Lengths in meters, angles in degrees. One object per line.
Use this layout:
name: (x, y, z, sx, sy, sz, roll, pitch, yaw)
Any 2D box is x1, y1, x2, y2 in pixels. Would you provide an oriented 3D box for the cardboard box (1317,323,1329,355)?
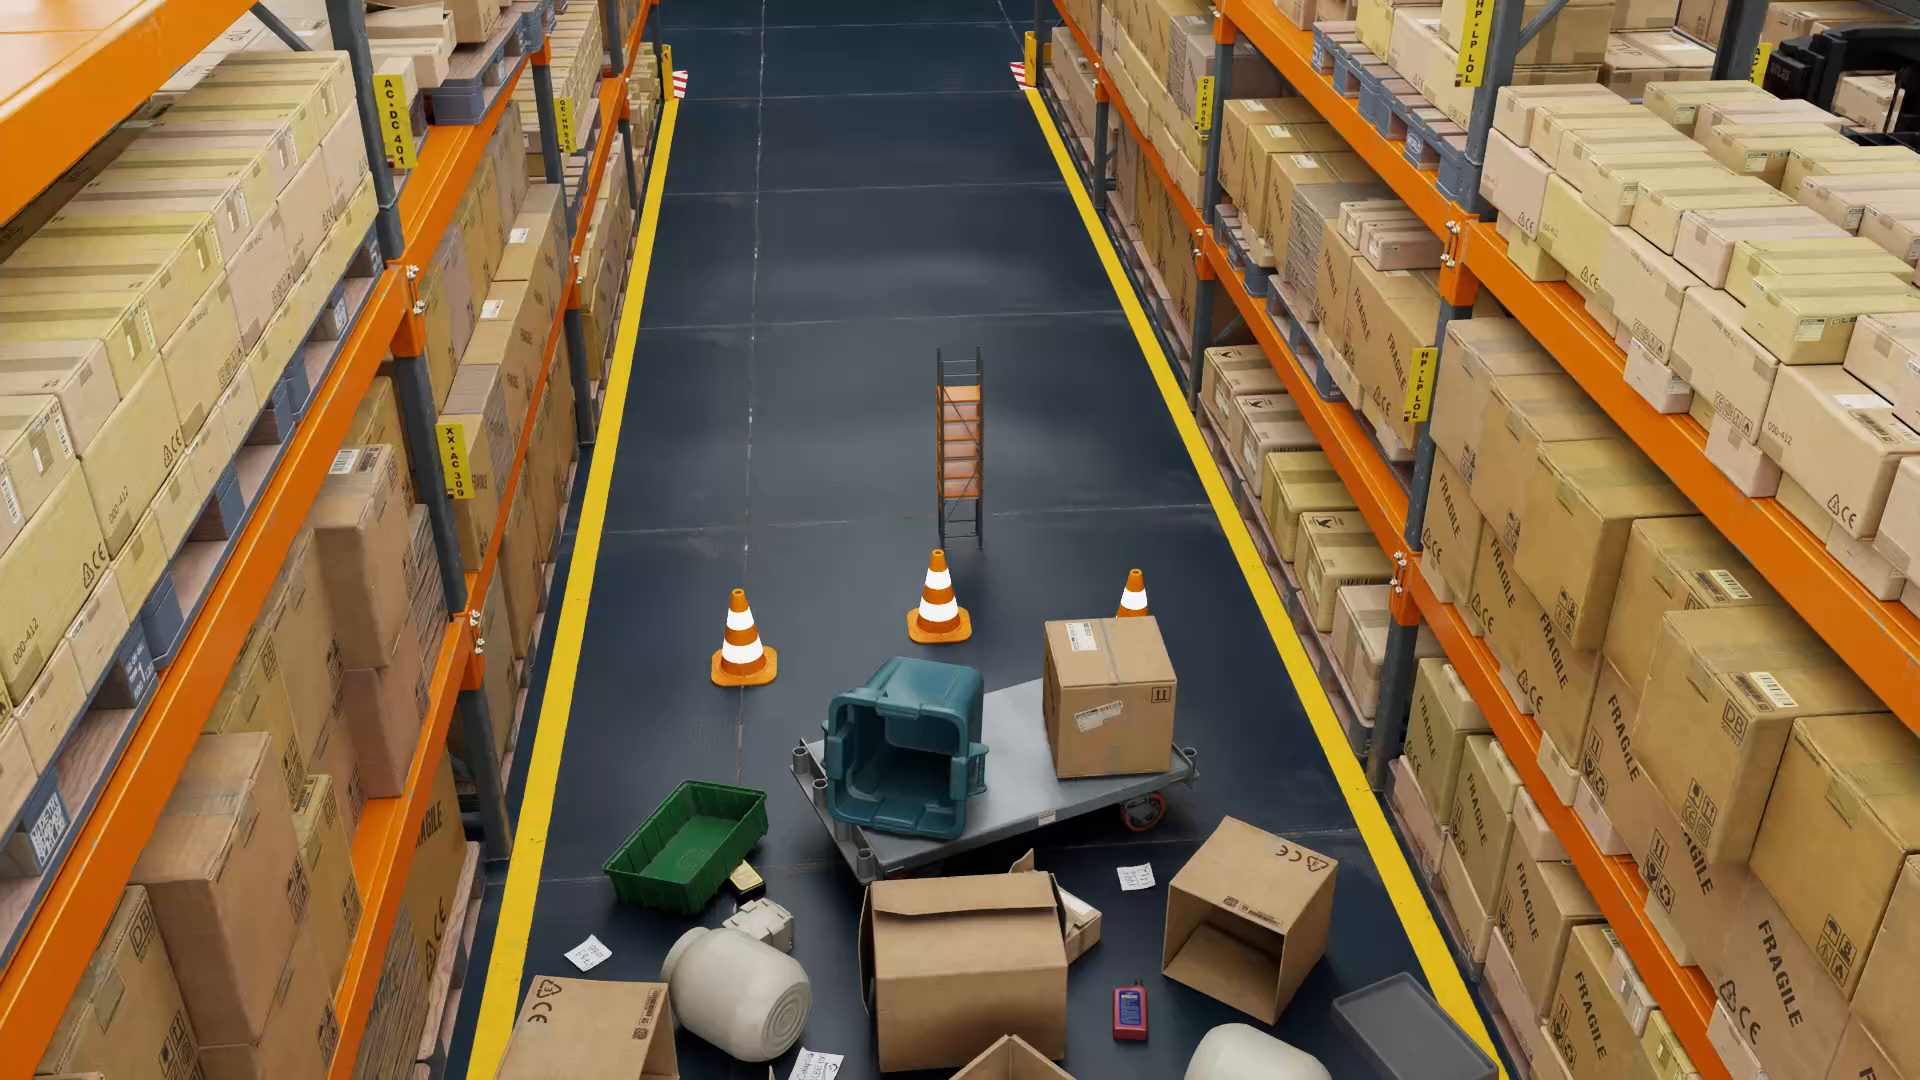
cardboard box: (2.016, -1.002, 8.338, 0.380, 0.149, 0.250, -3, 31, -5)

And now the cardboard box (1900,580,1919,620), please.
cardboard box: (2.478, 0.140, 3.911, 0.380, 0.149, 0.250, -3, 31, -4)

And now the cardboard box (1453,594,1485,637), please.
cardboard box: (2.205, 0.252, 6.648, 0.380, 0.149, 0.250, -2, 31, -3)

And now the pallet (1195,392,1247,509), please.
pallet: (2.118, -0.605, 10.557, 1.003, 0.211, 1.213, -3, 31, -5)

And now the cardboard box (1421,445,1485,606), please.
cardboard box: (2.184, -0.091, 6.590, 0.500, 0.500, 0.500, -3, 31, -5)

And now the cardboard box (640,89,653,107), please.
cardboard box: (-3.175, -4.296, 16.098, 0.380, 0.149, 0.250, -2, 31, -4)

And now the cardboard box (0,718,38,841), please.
cardboard box: (-1.863, 0.449, 2.887, 0.380, 0.149, 0.250, -2, 31, -4)

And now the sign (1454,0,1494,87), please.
sign: (1.868, -1.809, 6.040, 0.100, 0.325, 0.005, -3, 31, -5)

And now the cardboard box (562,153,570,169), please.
cardboard box: (-2.764, -2.497, 10.842, 0.380, 0.149, 0.250, -1, 31, -2)

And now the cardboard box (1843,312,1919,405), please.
cardboard box: (2.454, -0.452, 4.124, 0.380, 0.149, 0.250, -4, 31, -6)

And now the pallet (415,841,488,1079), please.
pallet: (-2.506, 1.719, 6.666, 1.003, 0.211, 1.213, -3, 31, -5)

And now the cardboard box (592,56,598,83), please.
cardboard box: (-2.966, -3.573, 12.643, 0.380, 0.149, 0.250, -3, 31, -5)

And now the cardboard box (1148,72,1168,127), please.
cardboard box: (1.628, -3.108, 11.688, 0.500, 0.250, 0.500, -4, 31, -6)

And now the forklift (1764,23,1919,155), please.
forklift: (4.647, -1.009, 8.581, 1.130, 2.935, 3.031, -3, 31, -4)

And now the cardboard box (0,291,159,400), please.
cardboard box: (-1.957, -0.408, 3.543, 0.380, 0.149, 0.250, -3, 31, -5)

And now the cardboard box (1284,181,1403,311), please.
cardboard box: (2.009, -1.519, 8.571, 0.500, 0.500, 0.500, -4, 31, -6)

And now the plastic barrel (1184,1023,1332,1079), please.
plastic barrel: (1.093, 2.008, 5.976, 0.512, 0.421, 0.421, 20, 36, 29)

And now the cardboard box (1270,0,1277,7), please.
cardboard box: (1.930, -3.132, 9.274, 0.396, 0.266, 0.258, -3, 31, -5)

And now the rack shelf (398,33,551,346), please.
rack shelf: (-2.686, -1.870, 7.732, 1.077, 0.370, 4.000, -3, 31, -5)

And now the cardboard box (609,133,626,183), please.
cardboard box: (-2.925, -3.015, 13.170, 0.500, 0.250, 0.500, -4, 31, -6)

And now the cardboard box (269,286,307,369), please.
cardboard box: (-2.051, -0.584, 4.616, 0.380, 0.149, 0.250, -2, 31, -4)

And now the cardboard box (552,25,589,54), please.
cardboard box: (-2.942, -3.683, 12.247, 0.380, 0.149, 0.250, -3, 31, -5)

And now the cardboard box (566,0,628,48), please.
cardboard box: (-3.042, -4.390, 13.787, 0.500, 0.500, 0.500, -3, 31, -5)

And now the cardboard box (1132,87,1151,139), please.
cardboard box: (1.570, -3.159, 12.260, 0.500, 0.250, 0.500, -3, 31, -5)

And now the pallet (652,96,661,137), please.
pallet: (-3.572, -4.344, 16.817, 1.003, 0.211, 1.213, -3, 31, -5)

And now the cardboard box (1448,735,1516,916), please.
cardboard box: (2.268, 1.107, 6.513, 0.500, 0.500, 0.500, -2, 31, -3)

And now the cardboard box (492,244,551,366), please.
cardboard box: (-2.471, -1.228, 8.783, 0.500, 0.500, 0.500, -3, 31, -5)

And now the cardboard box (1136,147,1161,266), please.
cardboard box: (1.902, -2.738, 13.071, 0.875, 0.875, 0.875, -2, 31, -3)

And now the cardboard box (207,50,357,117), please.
cardboard box: (-2.147, -1.444, 5.278, 0.380, 0.149, 0.250, -3, 31, -5)

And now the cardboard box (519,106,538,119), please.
cardboard box: (-2.751, -2.622, 10.471, 0.380, 0.149, 0.250, -4, 31, -6)

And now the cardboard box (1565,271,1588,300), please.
cardboard box: (2.307, -0.910, 5.669, 0.380, 0.149, 0.250, -3, 31, -5)

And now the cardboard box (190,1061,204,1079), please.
cardboard box: (-2.278, 1.641, 3.932, 0.875, 0.550, 0.550, -3, 31, -5)

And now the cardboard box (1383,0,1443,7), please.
cardboard box: (2.122, -2.587, 7.480, 0.500, 0.250, 0.500, -2, 31, -4)

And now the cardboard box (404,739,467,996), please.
cardboard box: (-2.510, 1.187, 6.501, 0.875, 0.875, 0.875, -2, 31, -4)

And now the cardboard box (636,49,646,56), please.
cardboard box: (-3.352, -4.819, 16.684, 0.380, 0.149, 0.250, -2, 31, -4)

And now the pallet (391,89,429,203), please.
pallet: (-2.634, -1.541, 6.667, 0.805, 0.209, 1.217, -4, 31, -7)

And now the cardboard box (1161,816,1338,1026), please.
cardboard box: (1.165, 1.526, 6.706, 0.500, 0.500, 0.500, 20, 36, 29)

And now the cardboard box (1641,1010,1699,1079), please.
cardboard box: (2.338, 1.574, 5.098, 0.380, 0.149, 0.250, -2, 31, -4)

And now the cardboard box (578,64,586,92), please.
cardboard box: (-2.886, -3.288, 11.875, 0.380, 0.149, 0.250, -3, 31, -4)

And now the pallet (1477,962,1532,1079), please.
pallet: (2.635, 2.004, 6.189, 1.003, 0.211, 1.213, -3, 31, -5)

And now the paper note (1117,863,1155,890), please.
paper note: (0.771, 1.468, 7.262, 0.148, 0.019, 0.142, -3, 31, -5)

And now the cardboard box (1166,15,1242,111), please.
cardboard box: (1.681, -3.186, 11.087, 0.500, 0.500, 0.500, -2, 31, -4)

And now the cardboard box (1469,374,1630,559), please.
cardboard box: (2.271, -0.262, 5.901, 0.700, 0.500, 0.500, -3, 31, -4)

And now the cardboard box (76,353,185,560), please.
cardboard box: (-2.011, -0.177, 3.546, 0.500, 0.250, 0.500, -3, 31, -5)

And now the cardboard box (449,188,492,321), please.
cardboard box: (-2.694, -1.374, 8.052, 0.700, 0.500, 0.500, -3, 31, -5)

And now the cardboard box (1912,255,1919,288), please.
cardboard box: (2.907, -0.742, 4.610, 0.380, 0.149, 0.250, -2, 31, -4)

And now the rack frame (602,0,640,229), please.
rack frame: (-3.246, -3.954, 13.445, 1.000, 3.000, 0.127, -3, 31, -5)

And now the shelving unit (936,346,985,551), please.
shelving unit: (0.001, -0.508, 9.430, 0.258, 1.200, 0.189, -3, 31, -5)

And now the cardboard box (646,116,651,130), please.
cardboard box: (-3.172, -4.035, 15.952, 0.380, 0.149, 0.250, -2, 31, -4)

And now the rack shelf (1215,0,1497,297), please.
rack shelf: (2.233, -2.159, 8.216, 1.077, 0.370, 4.000, -3, 31, -5)

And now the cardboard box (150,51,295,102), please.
cardboard box: (-2.724, -1.669, 6.334, 0.500, 0.250, 0.500, -2, 31, -4)

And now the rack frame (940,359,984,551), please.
rack frame: (0.010, -0.461, 9.352, 0.240, 1.200, 0.006, -3, 31, -5)

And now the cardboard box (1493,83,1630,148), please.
cardboard box: (2.125, -1.504, 5.886, 0.380, 0.149, 0.250, -3, 31, -5)
